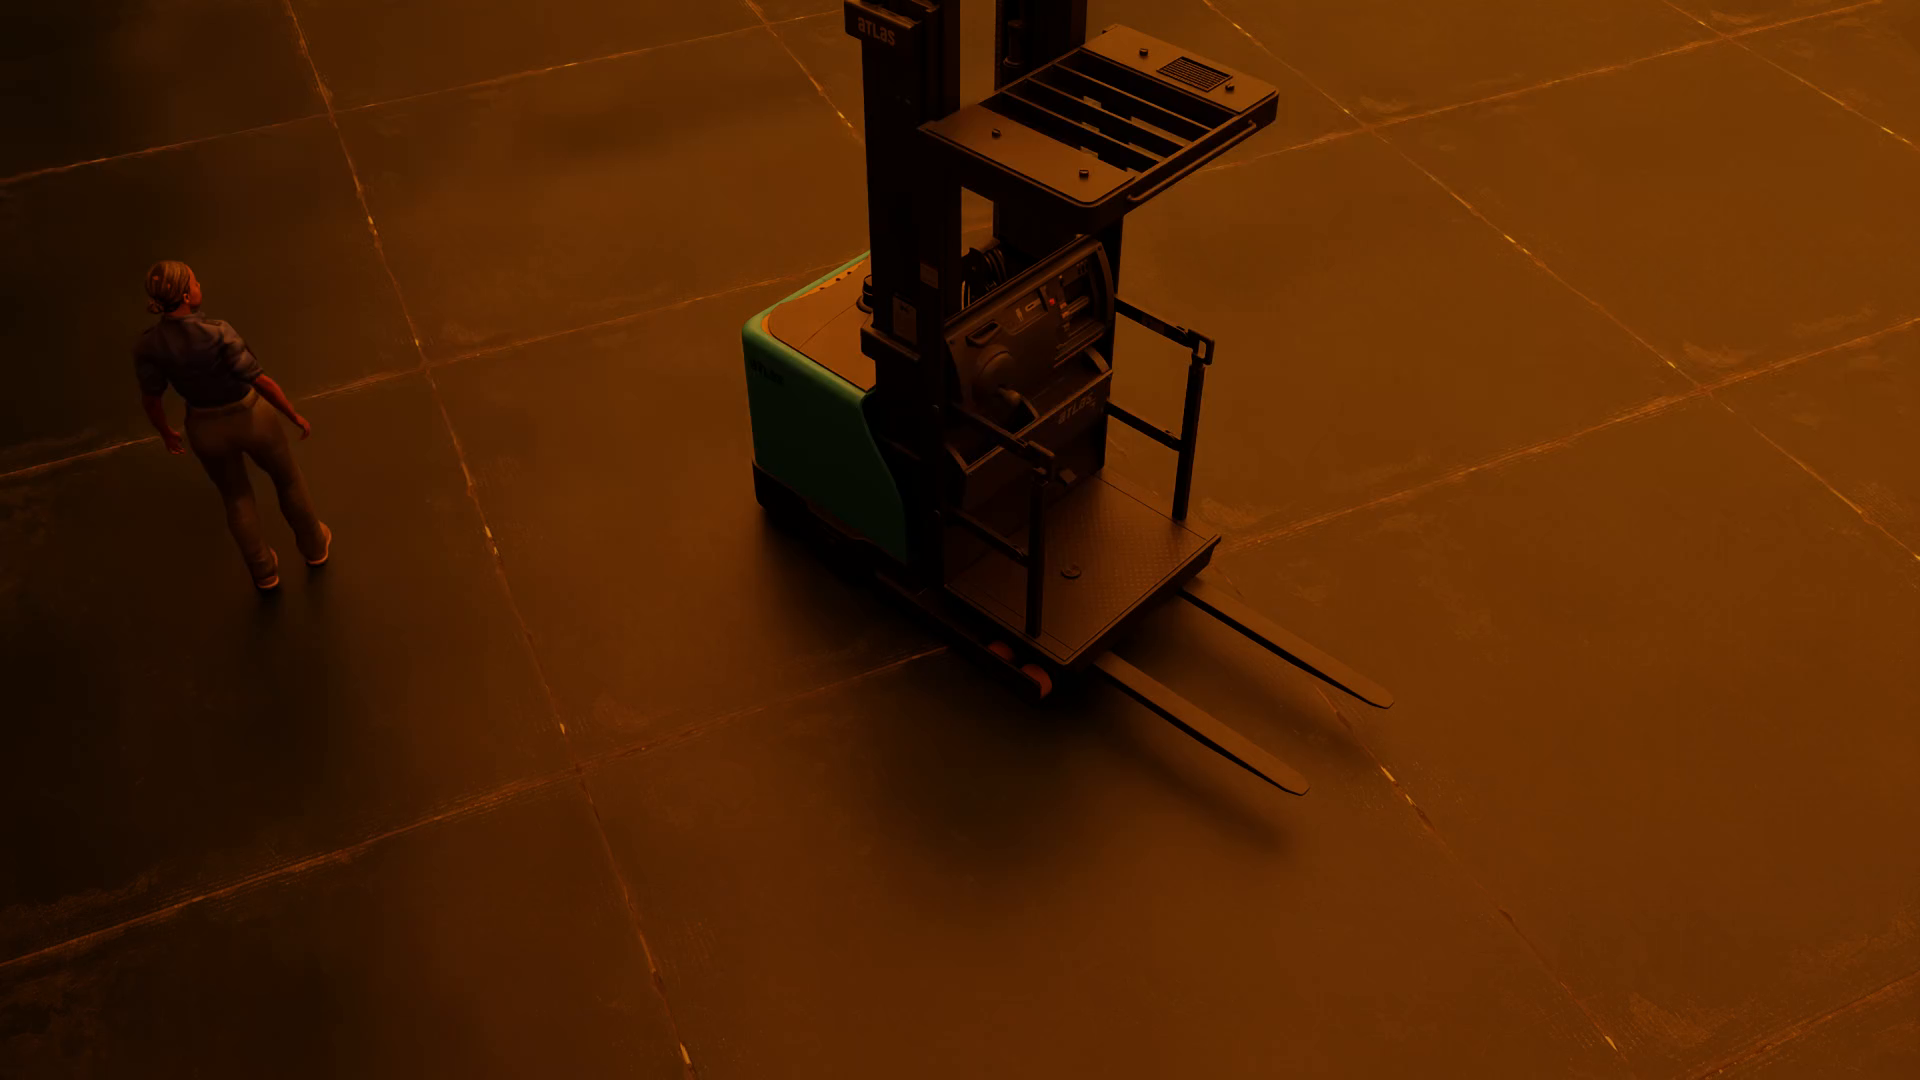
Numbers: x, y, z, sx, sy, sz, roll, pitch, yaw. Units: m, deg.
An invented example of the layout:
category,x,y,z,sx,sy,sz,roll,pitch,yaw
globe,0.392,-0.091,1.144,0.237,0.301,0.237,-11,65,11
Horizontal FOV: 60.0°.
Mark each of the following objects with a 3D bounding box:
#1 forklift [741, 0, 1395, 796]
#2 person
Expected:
category,x,y,z,sx,sy,sz,roll,pitch,yaw
forklift,0.445,-0.788,6.525,3.031,2.935,1.130,32,52,30
person,-3.124,-0.513,7.168,0.607,1.655,0.412,-9,44,-9
